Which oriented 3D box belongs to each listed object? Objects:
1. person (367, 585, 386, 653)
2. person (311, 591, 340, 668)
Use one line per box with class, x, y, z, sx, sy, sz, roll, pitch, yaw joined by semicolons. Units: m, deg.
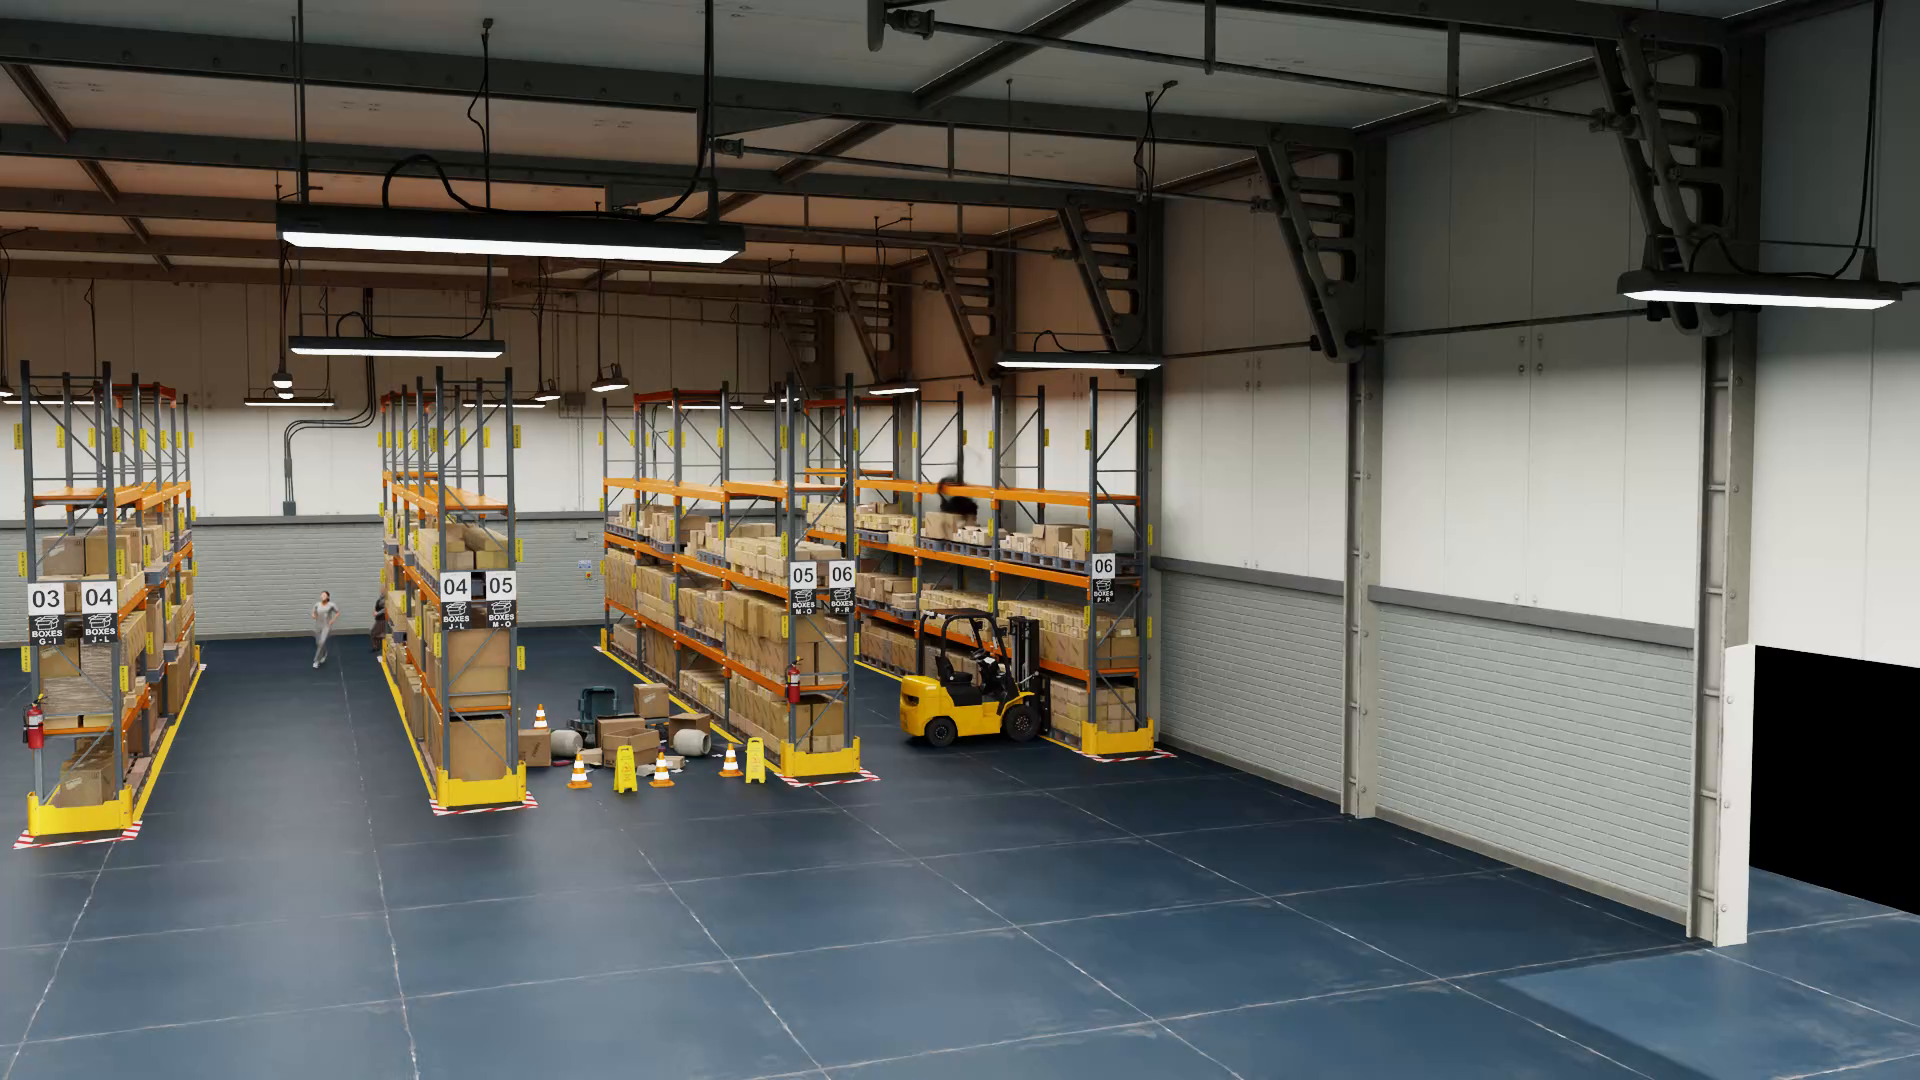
person;-13.545;1.855;38.861;0.699;1.649;0.760;-1;4;-13
person;-14.060;1.952;36.804;0.585;1.673;0.902;0;3;0
